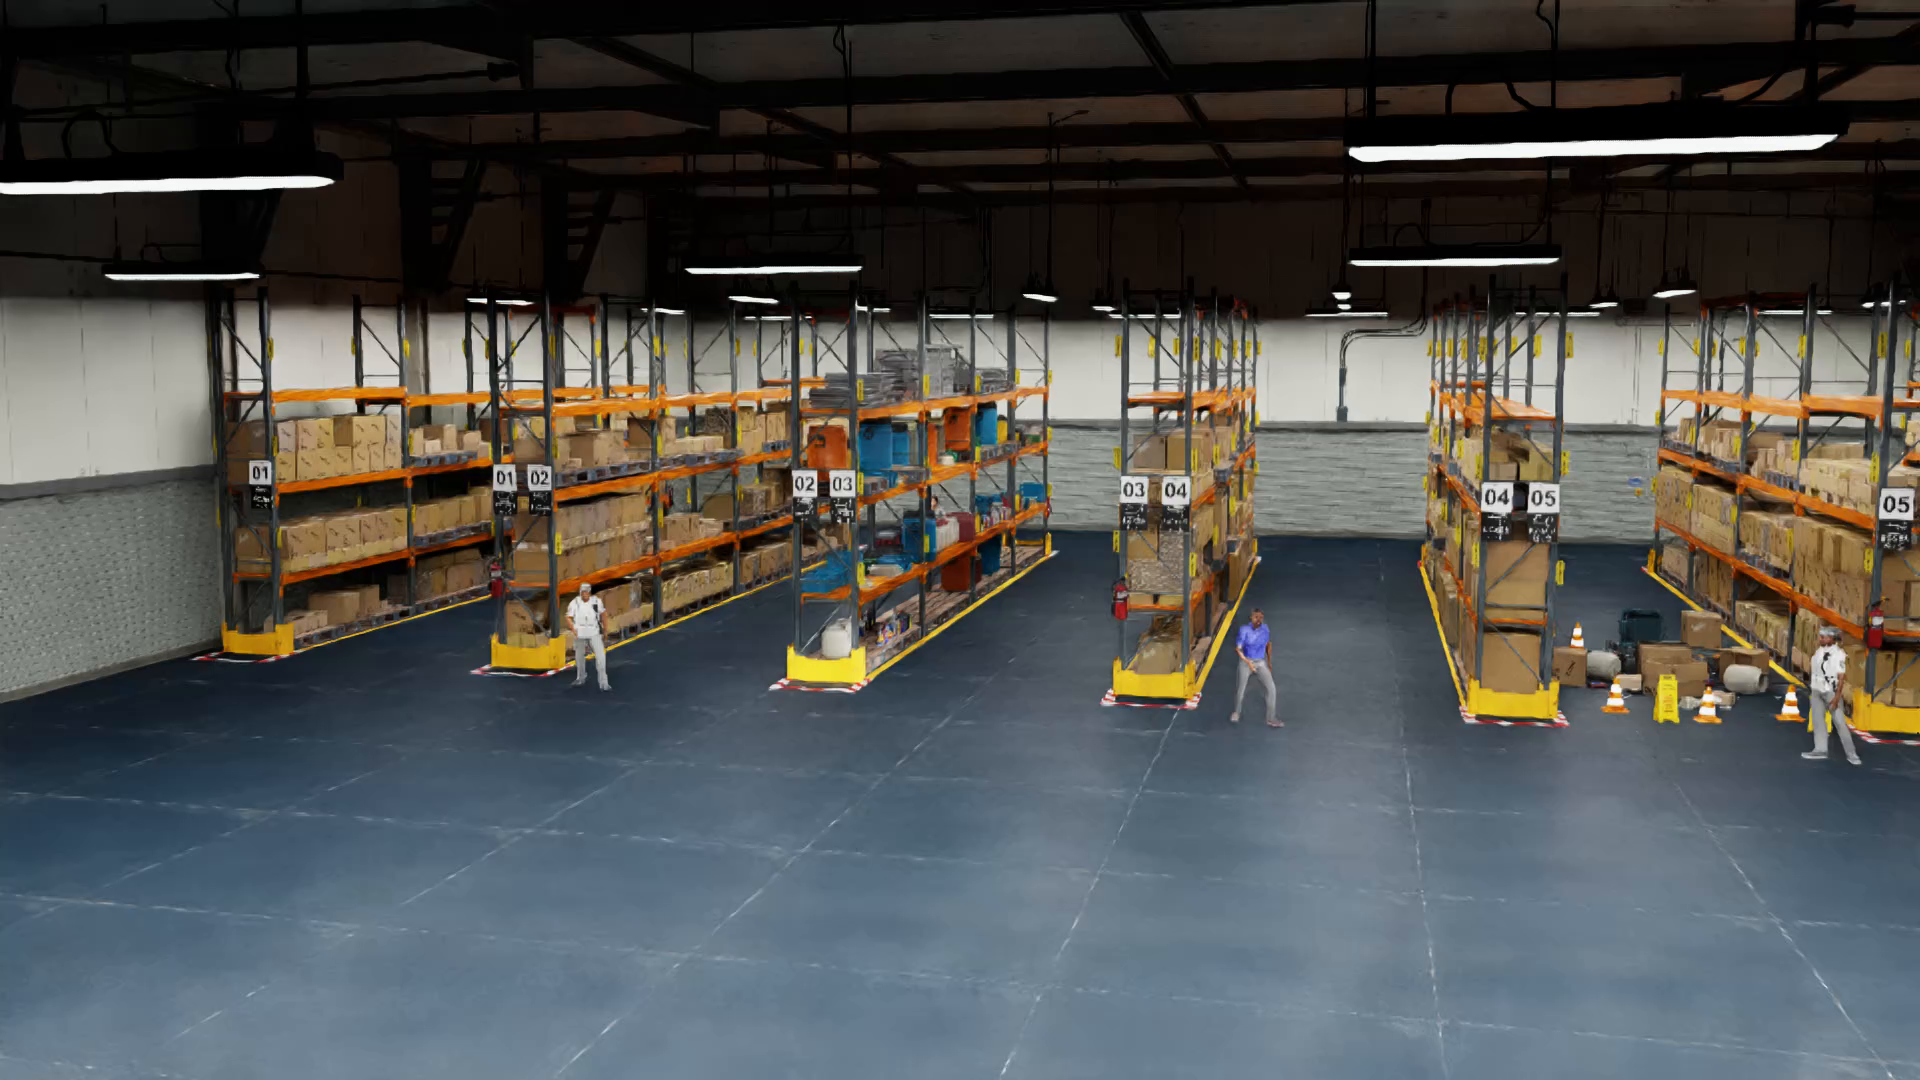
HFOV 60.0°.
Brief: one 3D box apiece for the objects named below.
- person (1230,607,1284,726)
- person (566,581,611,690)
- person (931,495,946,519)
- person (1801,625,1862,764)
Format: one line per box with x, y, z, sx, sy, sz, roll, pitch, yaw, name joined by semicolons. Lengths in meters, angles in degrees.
3.934;1.664;22.179;0.622;1.596;0.782;-1;7;-7;person
-5.472;1.388;24.547;0.654;1.600;0.785;-1;7;-7;person
-0.584;-0.238;38.791;0.580;1.600;0.507;1;7;12;person
10.641;1.870;20.214;0.484;1.668;0.660;-2;7;-15;person
